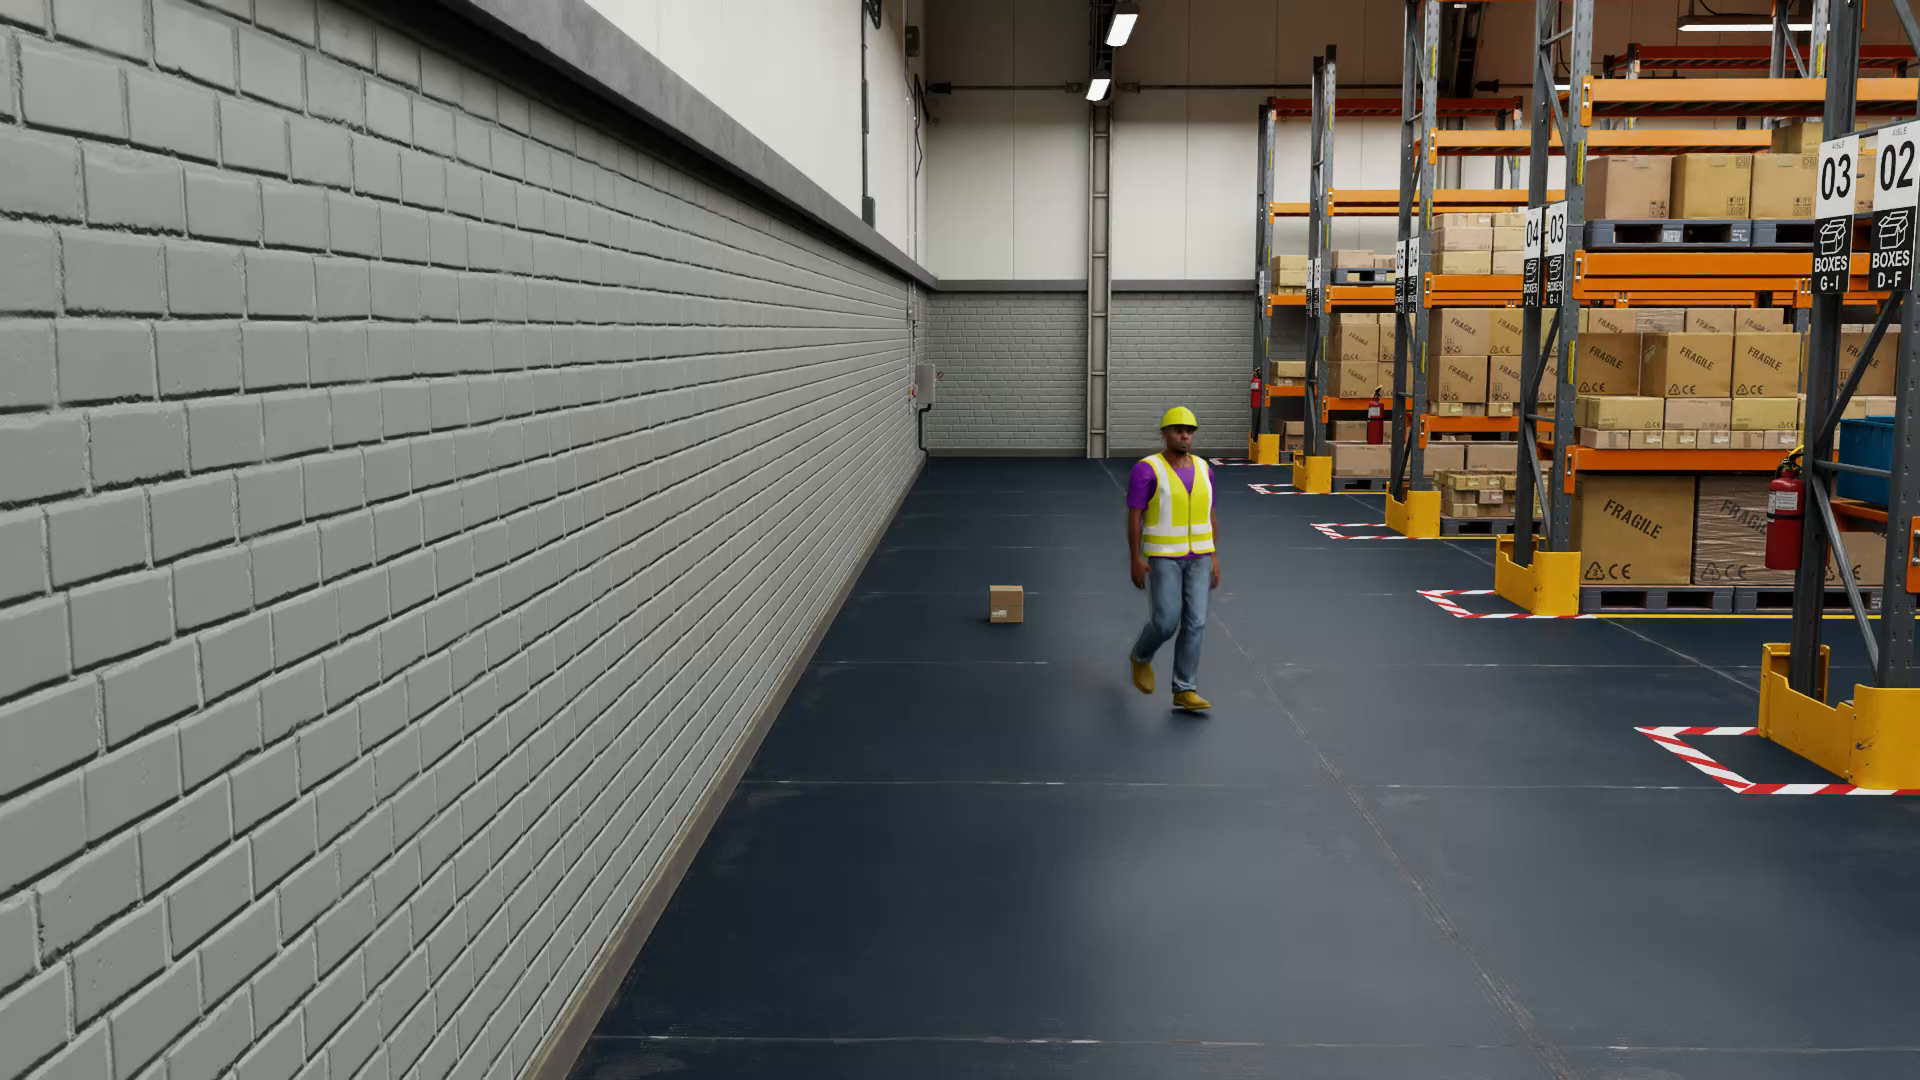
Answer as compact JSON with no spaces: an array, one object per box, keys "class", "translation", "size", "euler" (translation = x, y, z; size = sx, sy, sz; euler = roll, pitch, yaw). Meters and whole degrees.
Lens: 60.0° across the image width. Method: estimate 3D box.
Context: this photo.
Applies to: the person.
[{"class":"person","translation":[1.254,0.098,9.733],"size":[0.571,1.756,0.606],"euler":[-3,8,-21]}]
